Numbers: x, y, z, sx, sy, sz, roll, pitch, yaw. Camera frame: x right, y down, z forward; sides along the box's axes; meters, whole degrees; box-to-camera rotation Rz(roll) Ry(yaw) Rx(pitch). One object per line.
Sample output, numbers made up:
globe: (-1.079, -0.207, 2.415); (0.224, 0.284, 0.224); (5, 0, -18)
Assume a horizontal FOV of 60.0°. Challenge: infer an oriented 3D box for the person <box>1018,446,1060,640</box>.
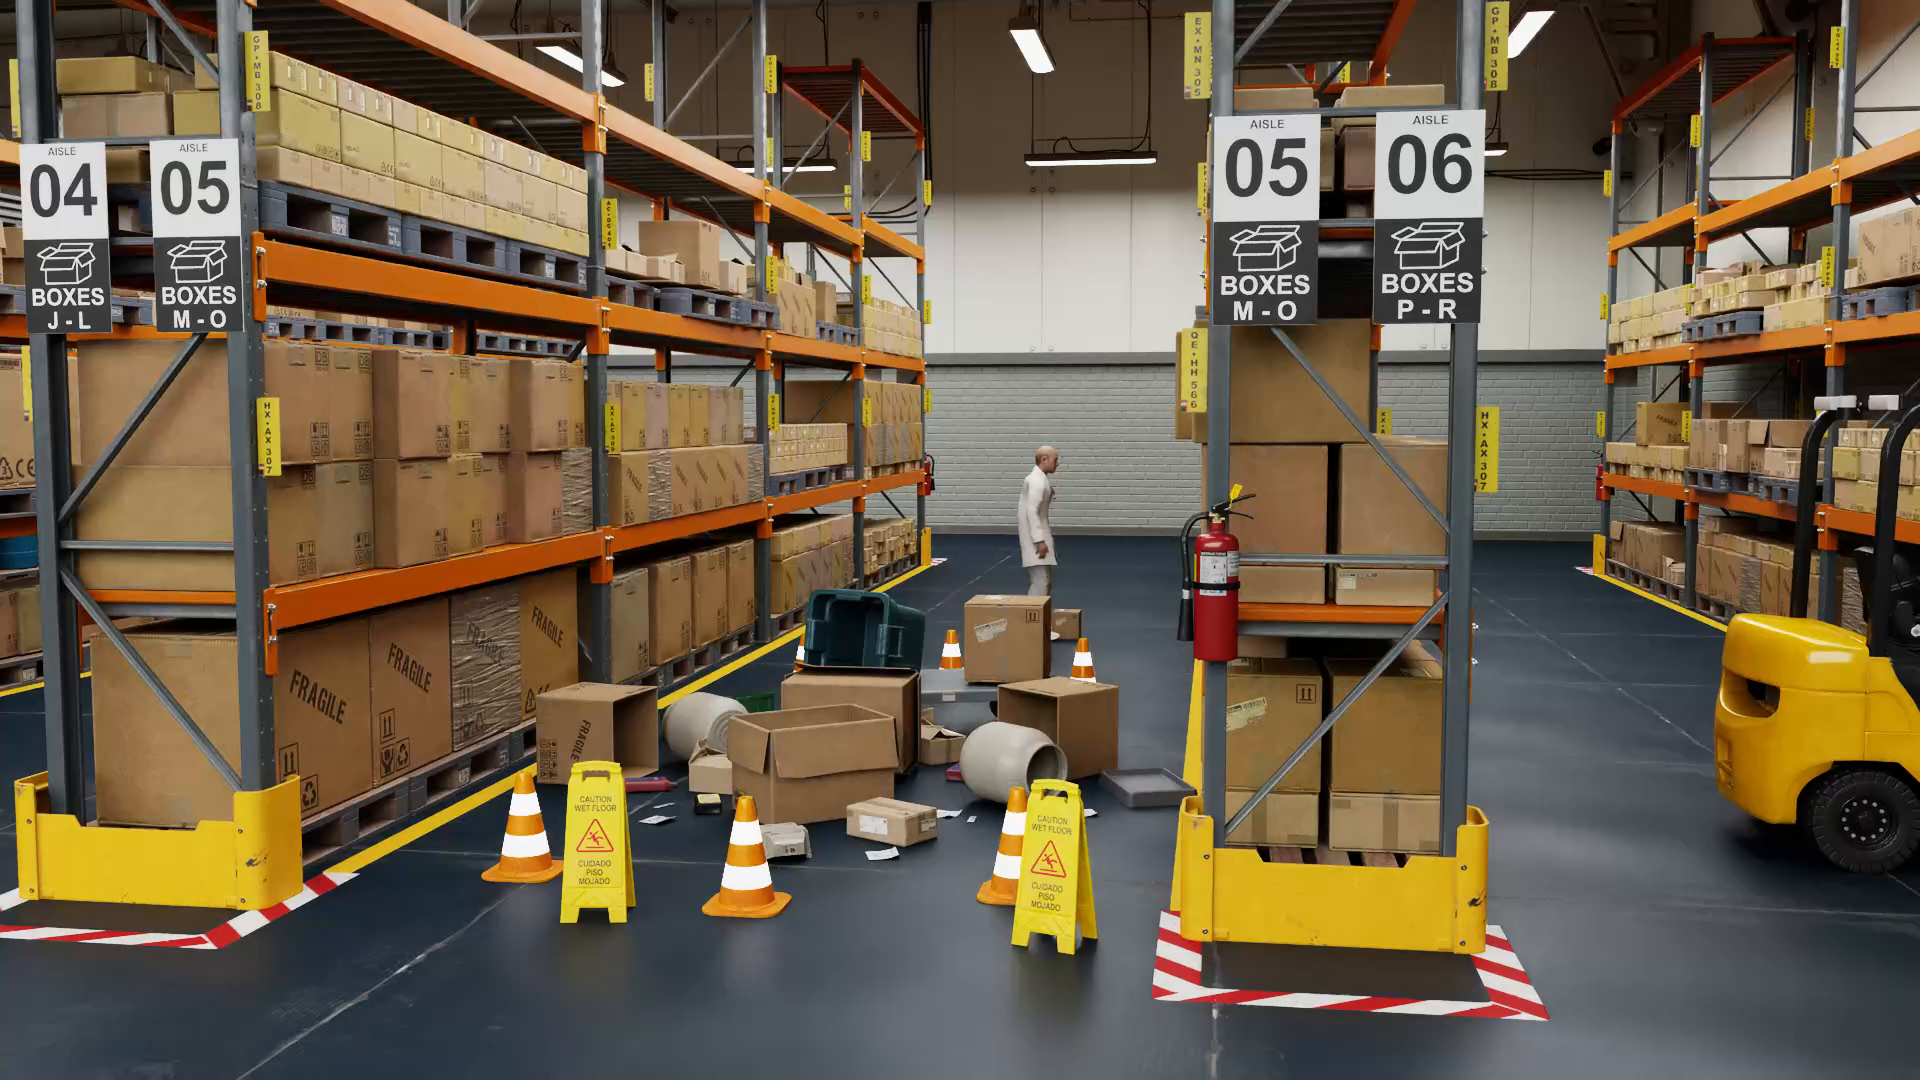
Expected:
person: (0.742, 0.016, 15.367); (0.418, 1.774, 0.646); (1, 4, 8)
